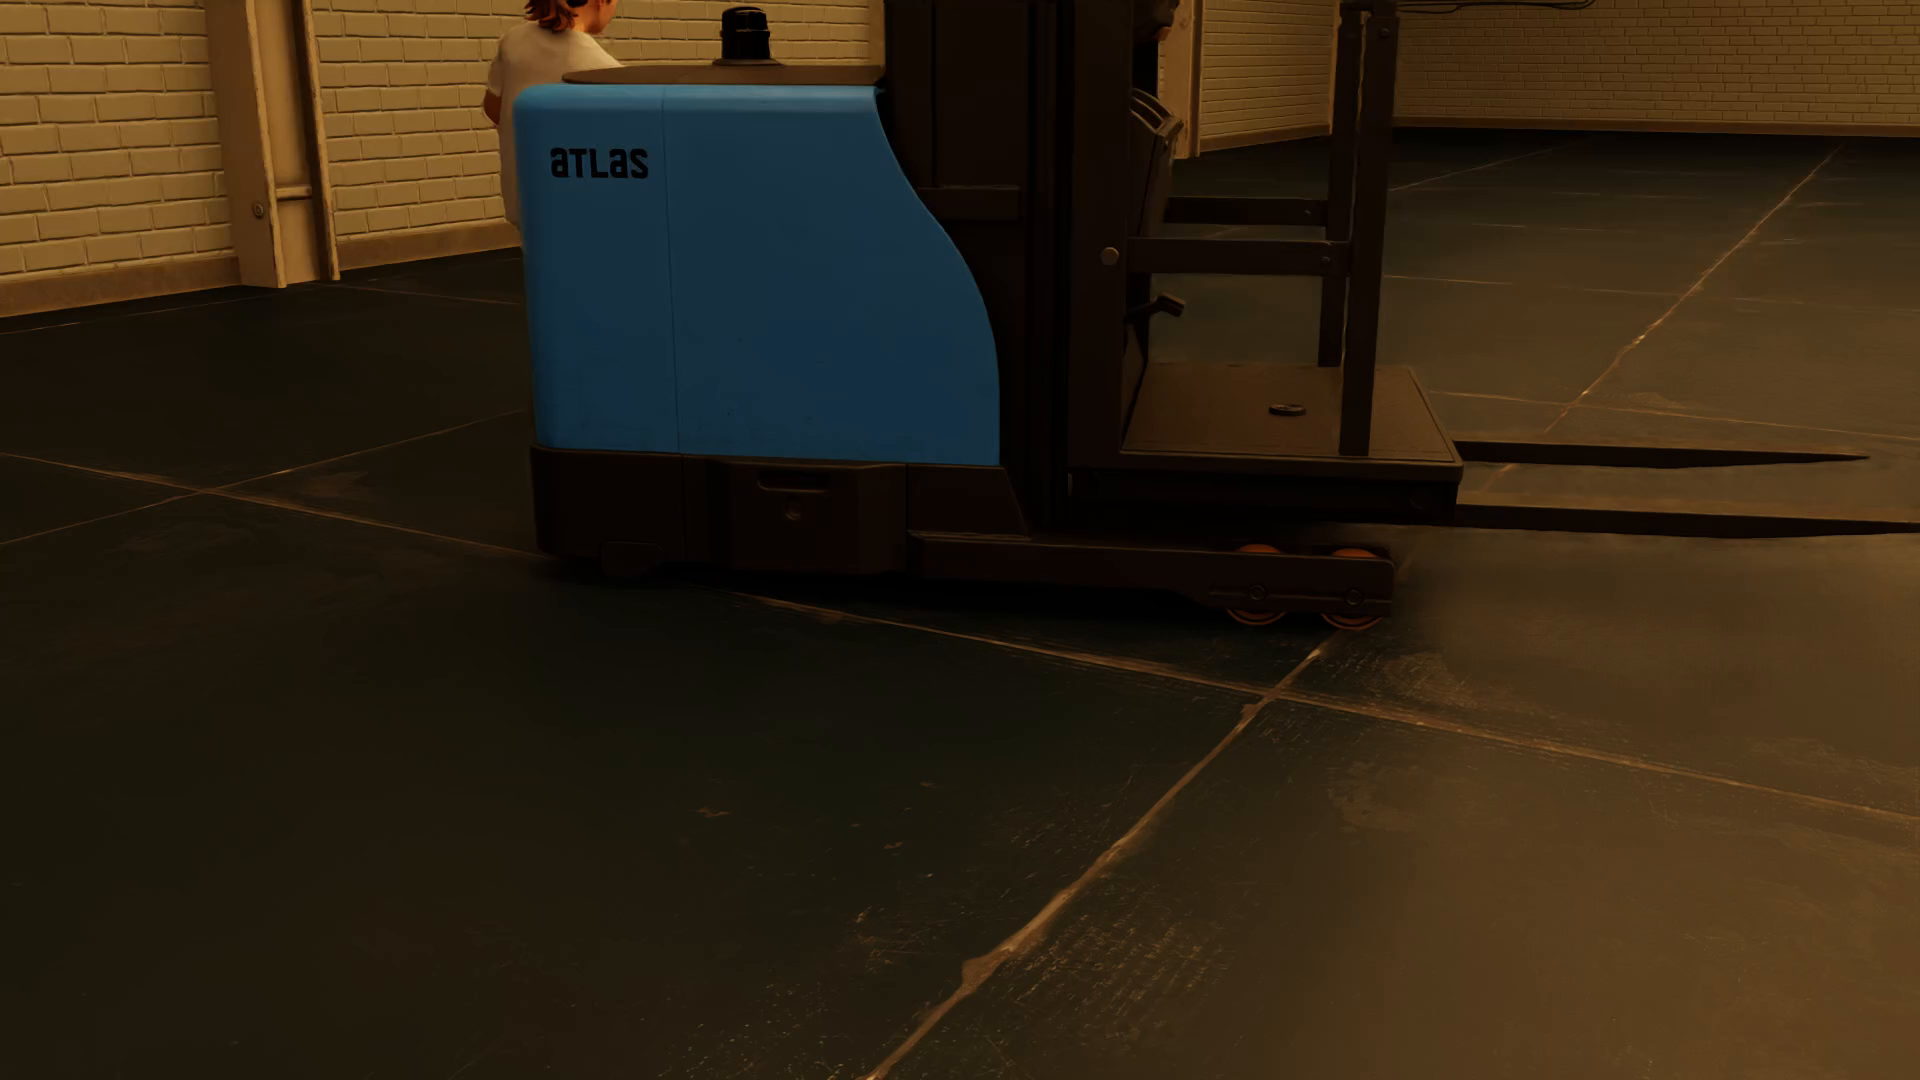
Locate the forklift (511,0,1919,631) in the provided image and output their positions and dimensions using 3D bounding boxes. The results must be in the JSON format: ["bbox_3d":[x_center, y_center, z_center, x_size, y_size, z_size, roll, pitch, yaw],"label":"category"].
[{"bbox_3d":[0.610,-1.382,3.545,3.031,2.935,1.130,3,17,9],"label":"forklift"}]

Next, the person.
[{"bbox_3d":[-1.072,-1.105,5.258,0.719,1.469,0.717,8,18,26],"label":"person"}]
